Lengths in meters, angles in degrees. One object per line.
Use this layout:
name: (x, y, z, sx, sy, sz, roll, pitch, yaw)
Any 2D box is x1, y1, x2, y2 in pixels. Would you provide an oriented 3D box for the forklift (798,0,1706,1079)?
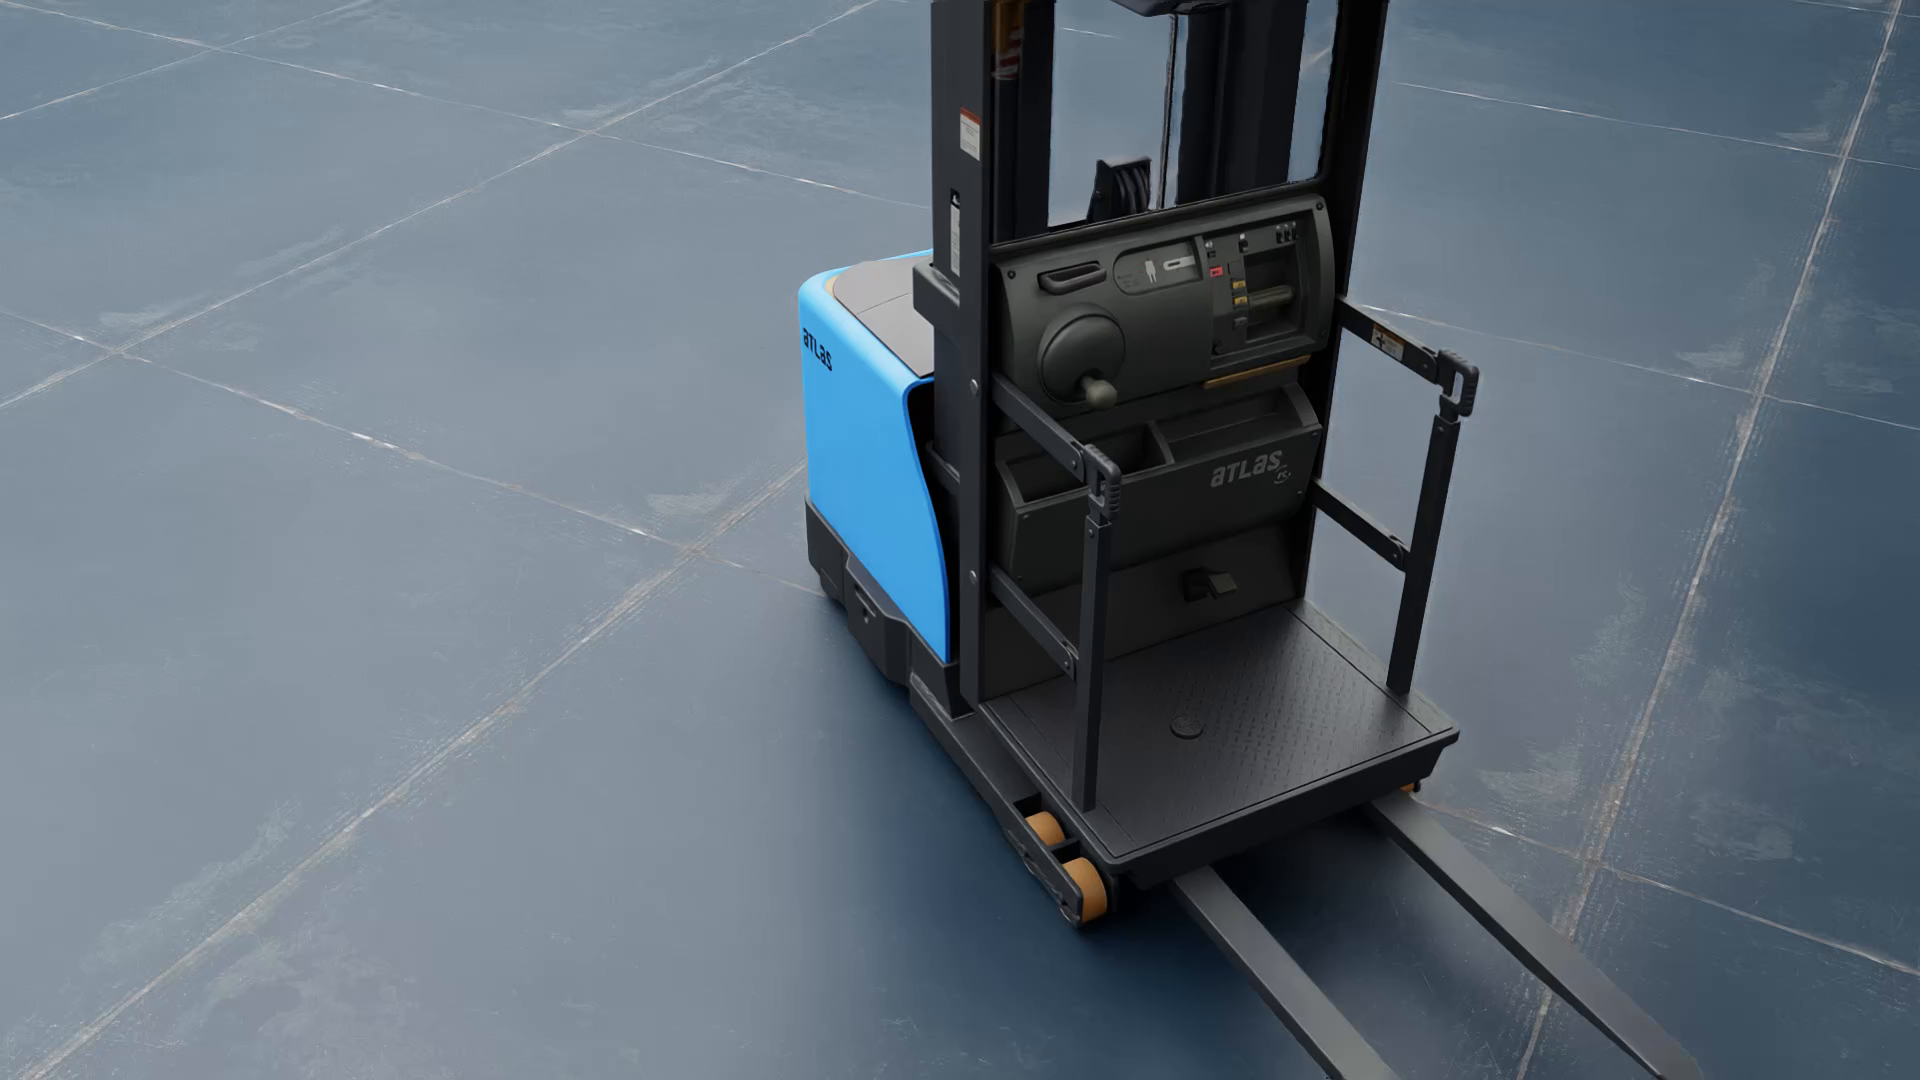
forklift: (0.621, -0.521, 3.888, 1.130, 2.935, 3.031, -16, 37, -23)
